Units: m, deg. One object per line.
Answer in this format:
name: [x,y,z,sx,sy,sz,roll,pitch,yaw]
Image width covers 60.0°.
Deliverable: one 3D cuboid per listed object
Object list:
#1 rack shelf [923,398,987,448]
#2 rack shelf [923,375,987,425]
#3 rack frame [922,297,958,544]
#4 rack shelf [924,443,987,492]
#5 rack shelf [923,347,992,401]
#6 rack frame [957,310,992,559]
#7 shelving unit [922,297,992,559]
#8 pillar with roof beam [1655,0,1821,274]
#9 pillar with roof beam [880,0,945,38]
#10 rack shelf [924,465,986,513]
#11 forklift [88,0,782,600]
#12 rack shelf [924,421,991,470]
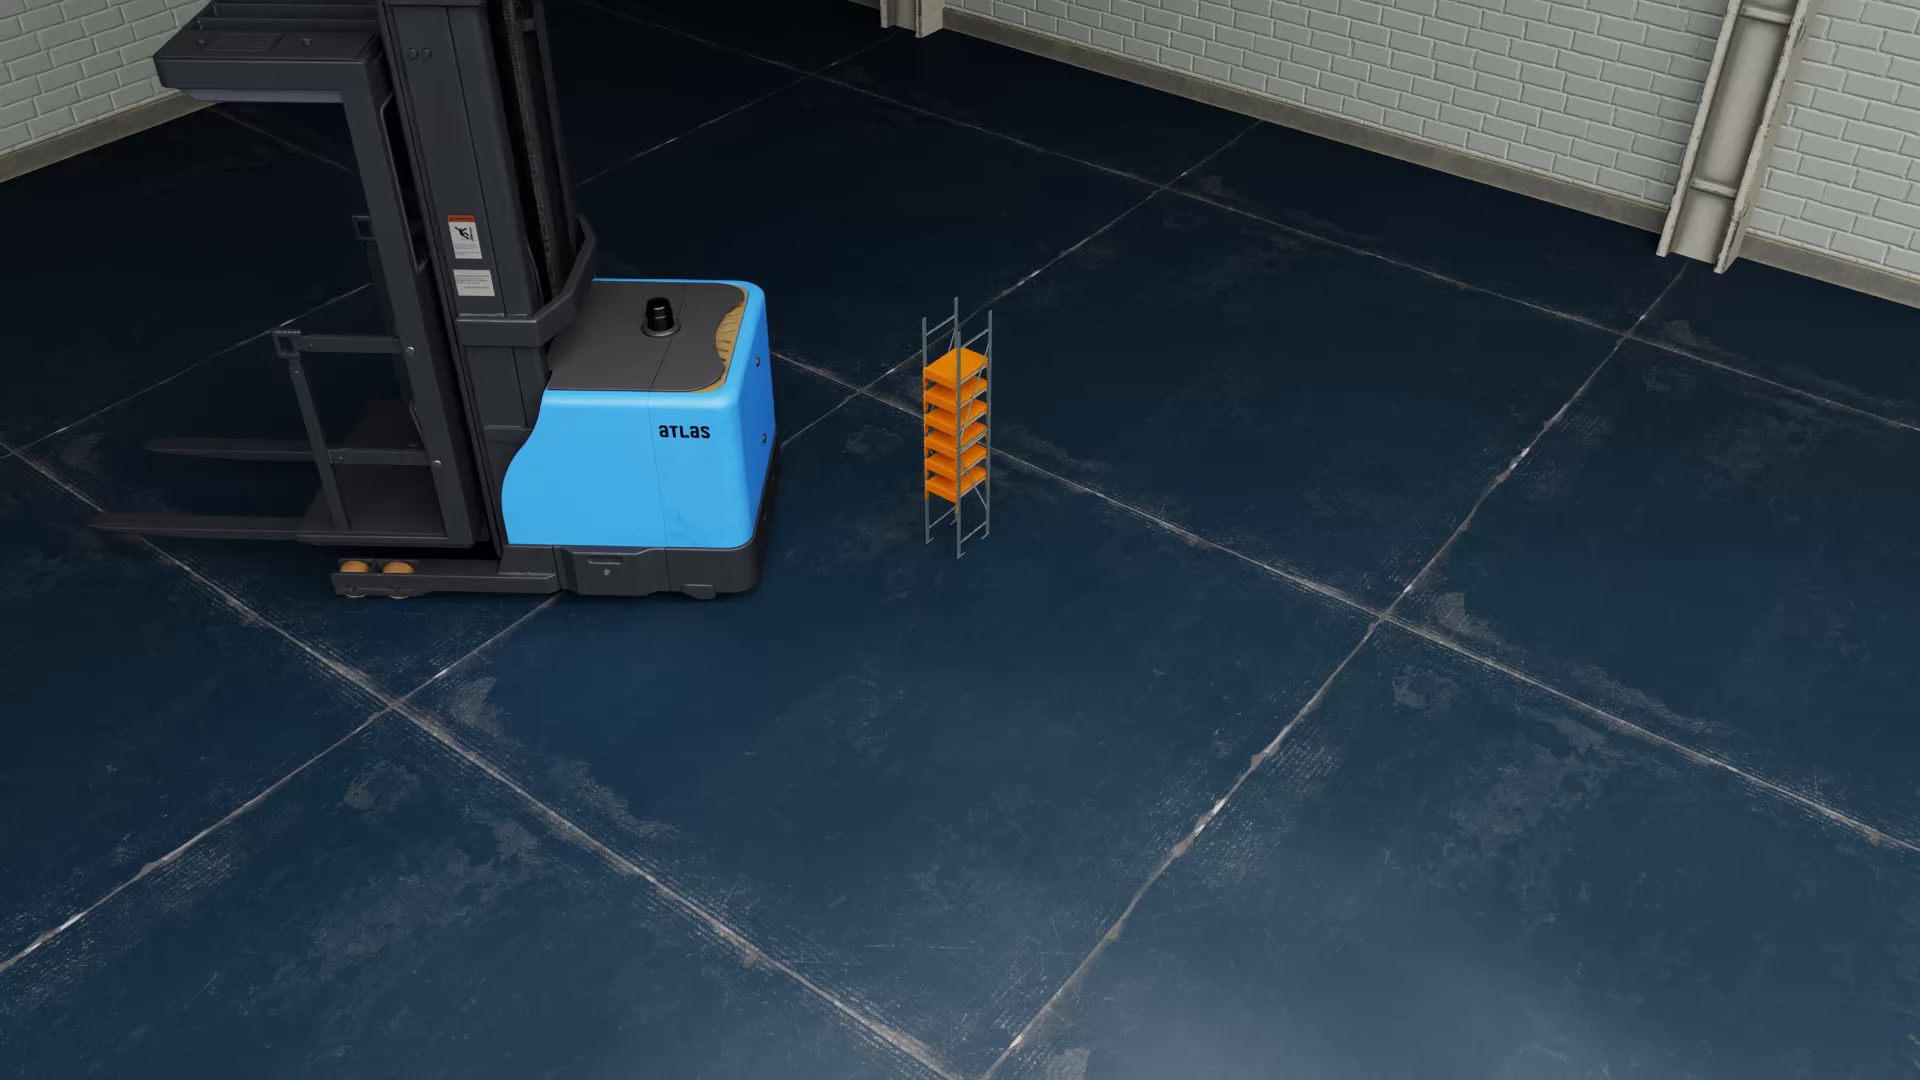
rack shelf: [-0.012,-0.537,7.340,0.180,0.103,0.258,25,45,29]
rack shelf: [-0.012,-0.632,7.266,0.180,0.103,0.258,25,45,29]
rack frame: [-0.084,-0.512,7.431,0.006,1.200,0.240,25,45,29]
rack shelf: [-0.011,-0.348,7.488,0.180,0.103,0.258,25,45,29]
rack shelf: [-0.012,-0.726,7.193,0.180,0.103,0.258,25,45,29]
rack frame: [0.061,-0.444,7.343,0.006,1.200,0.240,25,45,29]
shelving unit: [-0.012,-0.478,7.387,0.189,1.200,0.258,25,45,29]
pillar with roof beam: [1.787,-3.143,4.465,0.400,9.000,9.100,25,45,29]
pillar with roof beam: [-2.979,-5.390,7.335,0.400,9.000,9.100,25,45,29]
rack shelf: [-0.011,-0.254,7.562,0.180,0.103,0.258,25,45,29]
forklift: [-2.395,-1.217,6.926,3.031,2.935,1.130,1,38,2]
rack shelf: [-0.012,-0.443,7.414,0.180,0.103,0.258,25,45,29]
